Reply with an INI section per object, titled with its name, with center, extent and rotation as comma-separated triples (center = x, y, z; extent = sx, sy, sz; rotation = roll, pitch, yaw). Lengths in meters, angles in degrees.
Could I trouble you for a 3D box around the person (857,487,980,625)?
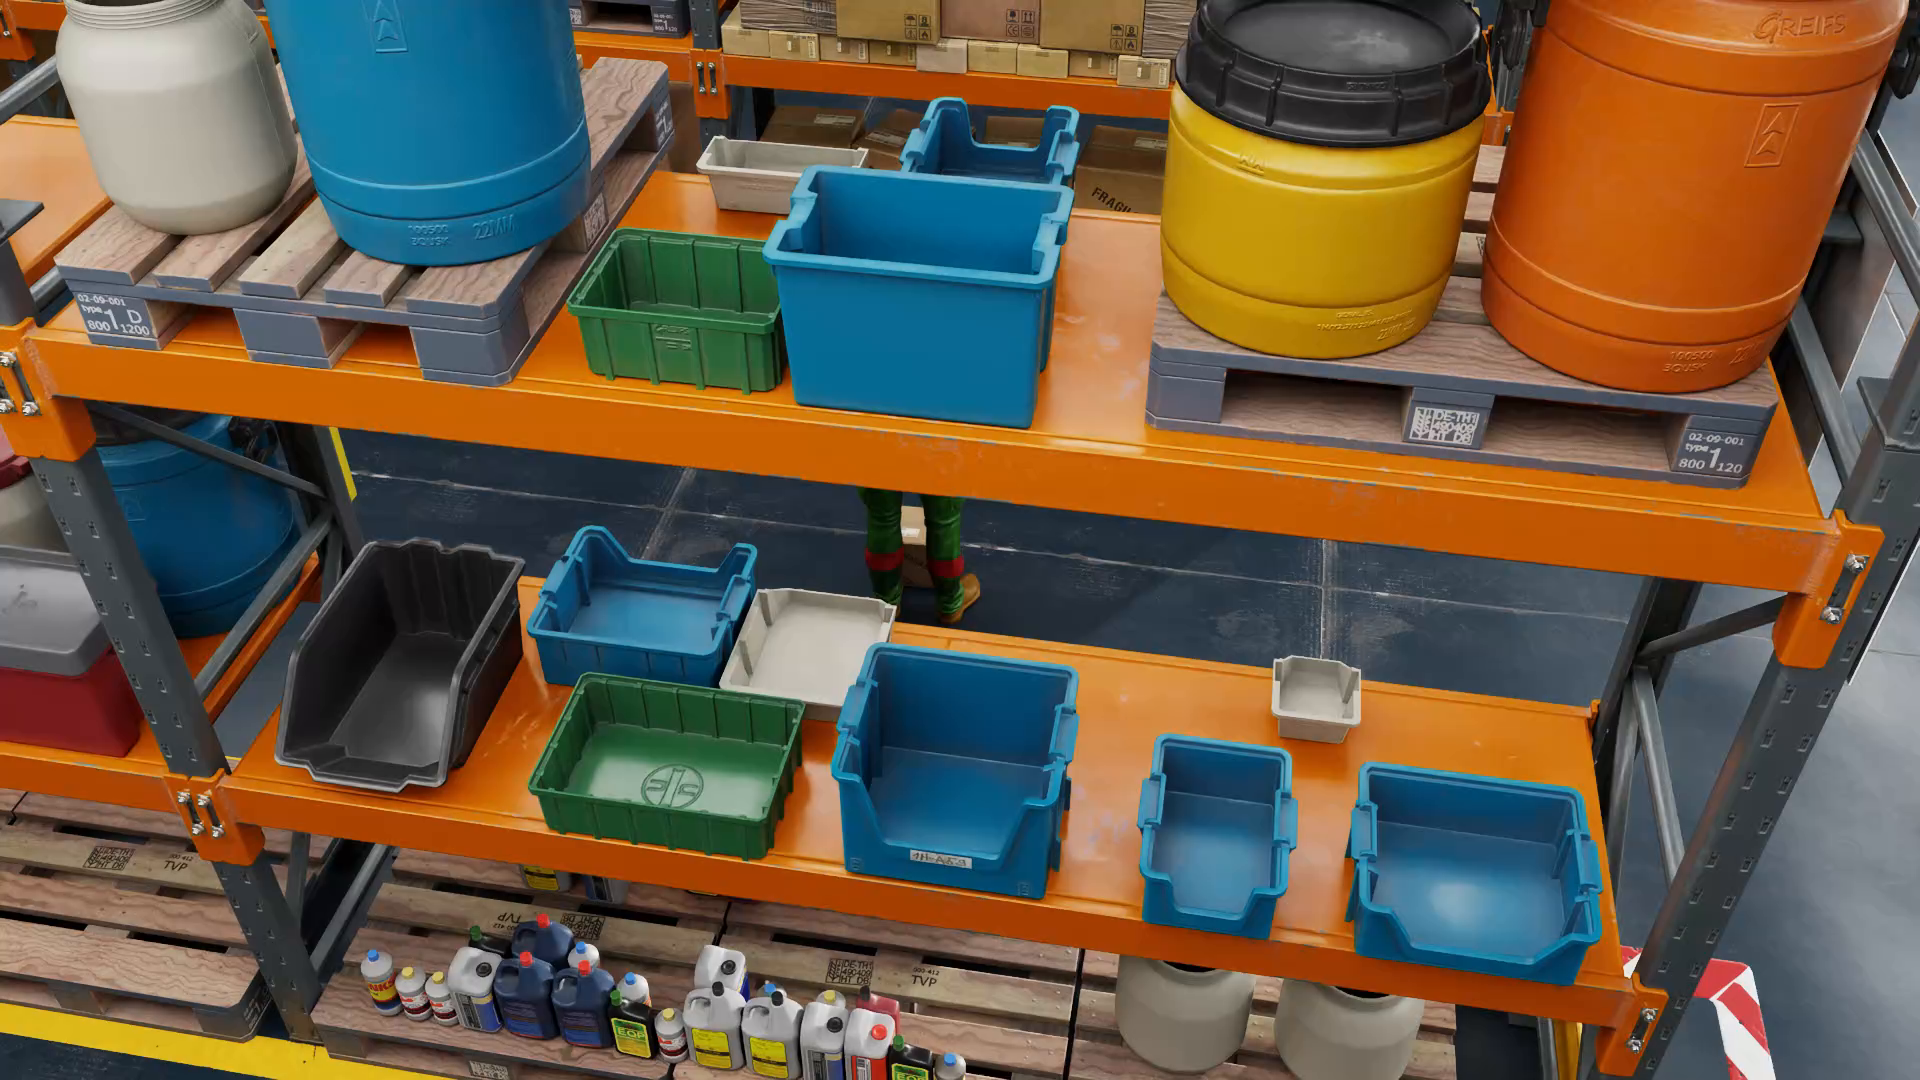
[person]
center = -0.214, -0.408, 6.627
extent = 0.621, 1.781, 0.445
rotation = 5, 40, 5
